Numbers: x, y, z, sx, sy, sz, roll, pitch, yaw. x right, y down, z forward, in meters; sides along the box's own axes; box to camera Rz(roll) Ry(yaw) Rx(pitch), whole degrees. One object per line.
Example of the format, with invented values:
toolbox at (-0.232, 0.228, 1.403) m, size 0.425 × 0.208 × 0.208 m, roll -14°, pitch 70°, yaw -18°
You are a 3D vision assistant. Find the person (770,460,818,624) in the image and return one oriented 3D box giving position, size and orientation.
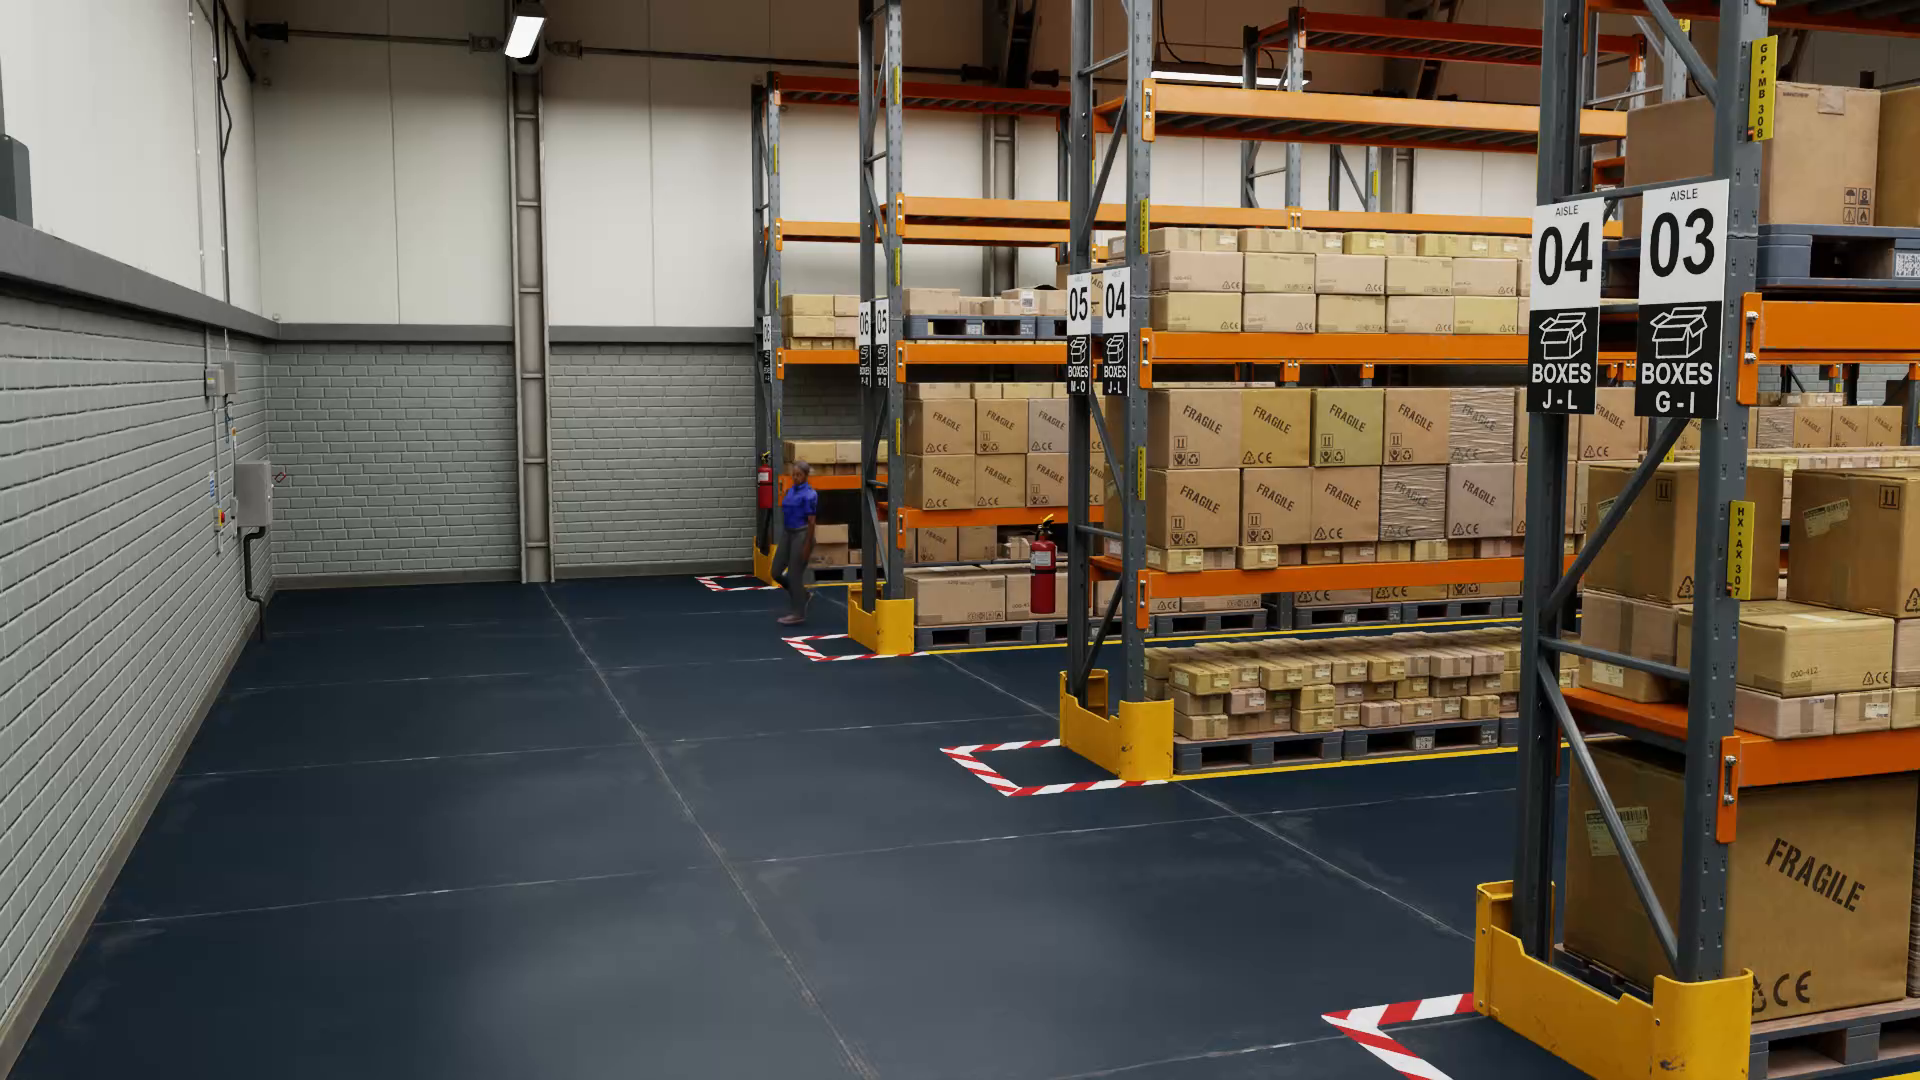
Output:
person at (-1.627, 0.015, 16.771) m, size 0.473 × 1.642 × 0.512 m, roll -4°, pitch 7°, yaw -35°
